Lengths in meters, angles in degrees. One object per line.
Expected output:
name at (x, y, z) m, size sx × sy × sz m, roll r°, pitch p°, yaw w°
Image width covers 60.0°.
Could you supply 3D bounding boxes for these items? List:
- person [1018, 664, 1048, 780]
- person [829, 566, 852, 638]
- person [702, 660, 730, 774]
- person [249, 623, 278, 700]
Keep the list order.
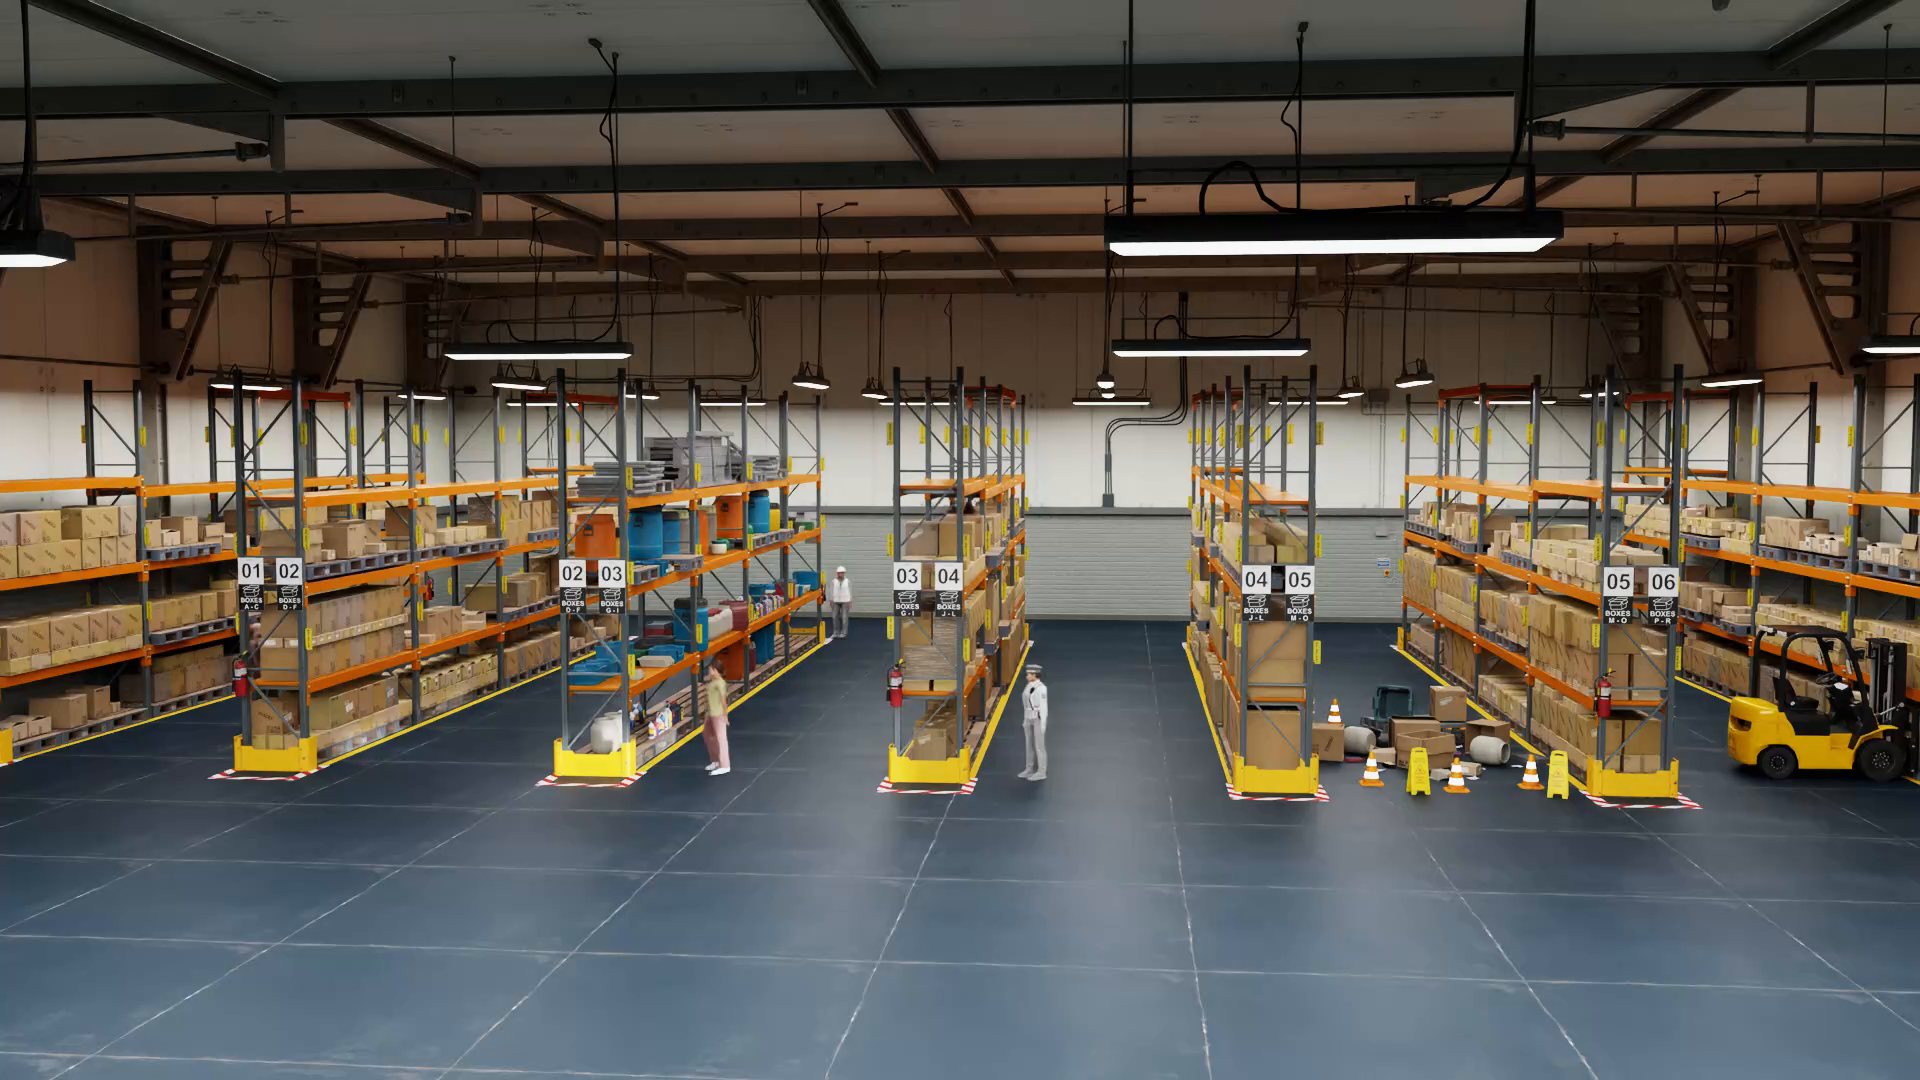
person at (1.067, 2.652, 24.314) m, size 0.386 × 1.674 × 0.521 m, roll -2°, pitch 4°, yaw -30°
person at (-2.981, 1.566, 41.423) m, size 0.583 × 1.816 × 0.436 m, roll 1°, pitch 4°, yaw 16°
person at (-3.632, 2.617, 24.725) m, size 0.353 × 1.682 × 0.521 m, roll -2°, pitch 4°, yaw -23°
person at (-12.030, 2.342, 28.823) m, size 0.593 × 1.819 × 0.656 m, roll 2°, pitch 4°, yaw 28°
